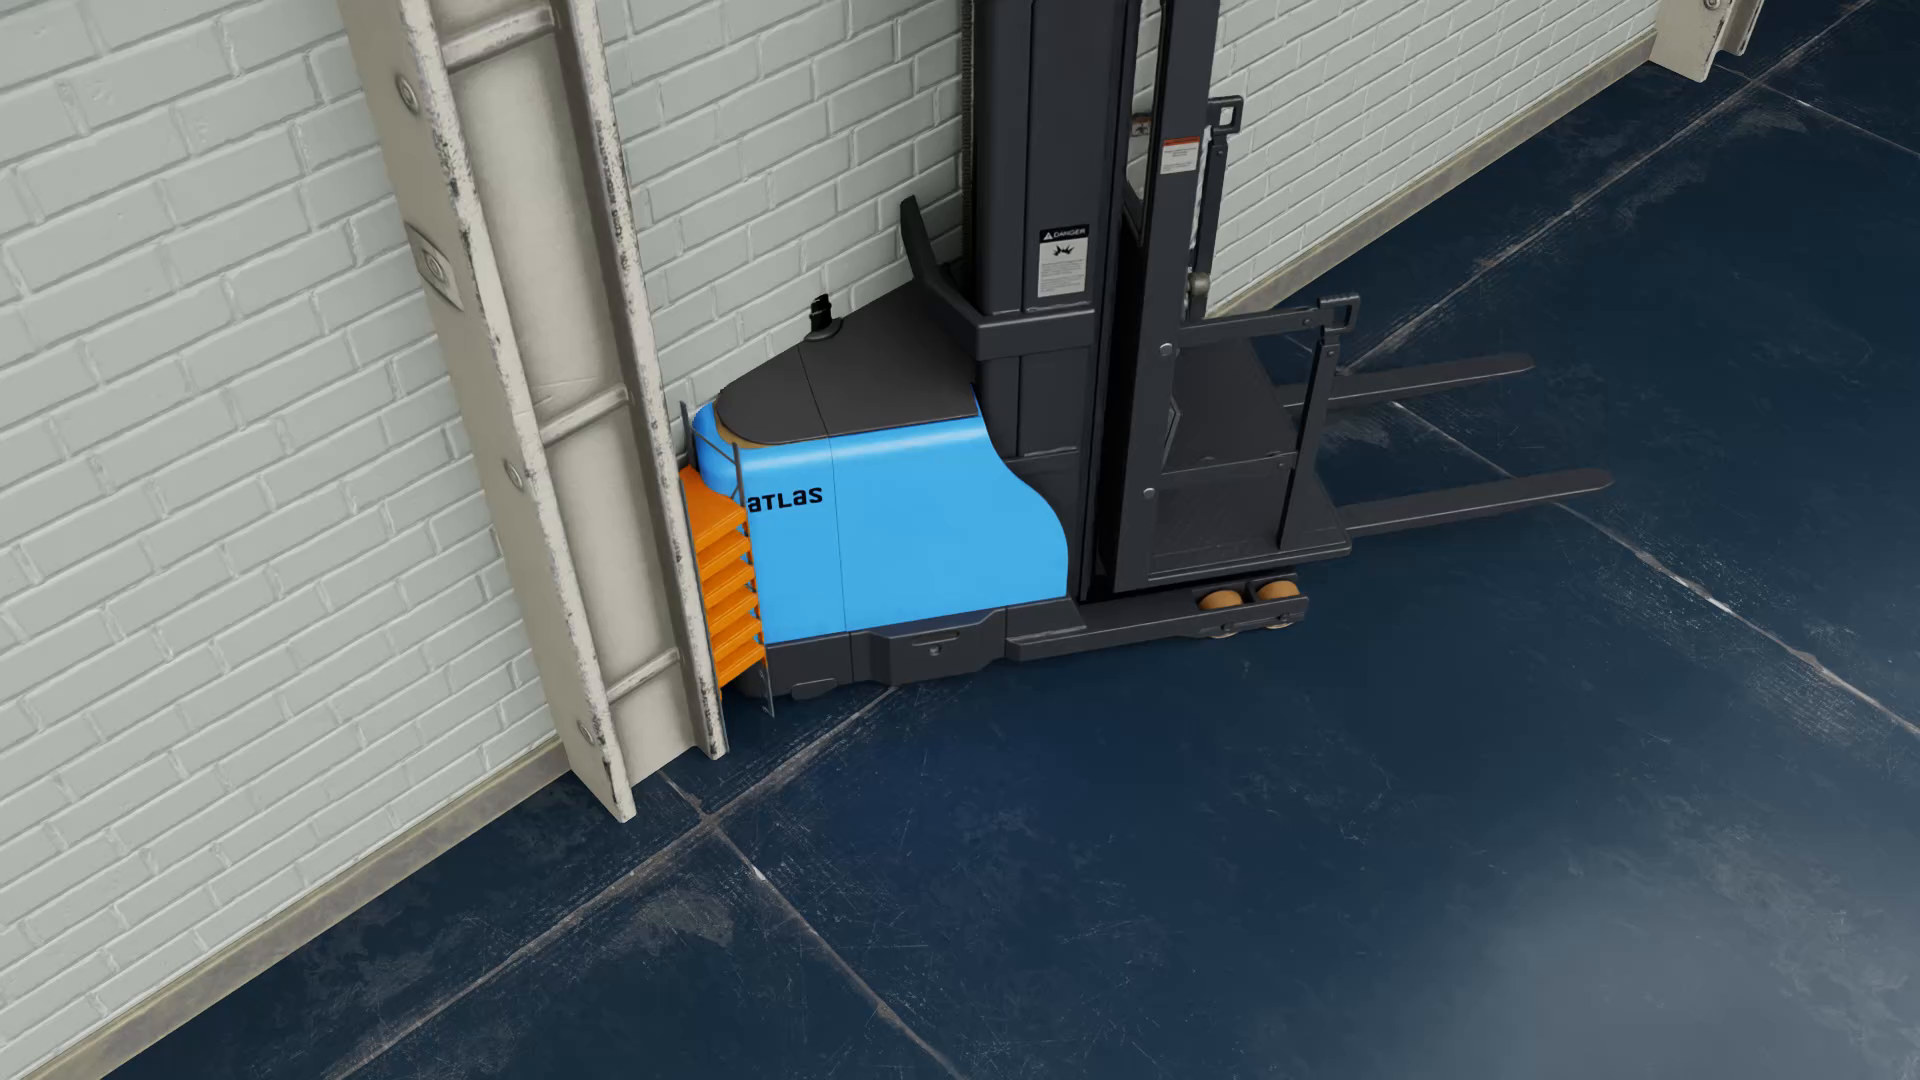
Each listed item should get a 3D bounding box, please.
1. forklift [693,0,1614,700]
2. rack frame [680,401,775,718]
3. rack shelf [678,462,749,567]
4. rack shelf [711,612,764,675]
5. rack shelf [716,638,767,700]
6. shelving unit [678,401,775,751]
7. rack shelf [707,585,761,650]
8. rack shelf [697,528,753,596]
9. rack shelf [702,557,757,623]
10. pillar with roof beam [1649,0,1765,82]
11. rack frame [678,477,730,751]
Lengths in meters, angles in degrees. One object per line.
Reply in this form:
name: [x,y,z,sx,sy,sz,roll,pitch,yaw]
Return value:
forklift: [0.666,-1.046,4.721,3.031,2.935,1.130,-9,48,-8]
rack frame: [-0.668,0.092,4.845,0.006,1.200,0.240,-36,57,-28]
rack shelf: [-0.731,-0.072,4.567,0.180,0.103,0.258,-36,57,-28]
rack shelf: [-0.733,0.250,4.923,0.180,0.103,0.258,-36,57,-28]
rack shelf: [-0.734,0.331,5.012,0.180,0.103,0.258,-36,57,-28]
shelving unit: [-0.732,0.140,4.801,0.189,1.200,0.258,-36,57,-28]
rack shelf: [-0.733,0.170,4.834,0.180,0.103,0.258,-36,57,-28]
rack shelf: [-0.732,0.009,4.656,0.180,0.103,0.258,-36,57,-28]
rack shelf: [-0.732,0.089,4.745,0.180,0.103,0.258,-36,57,-28]
pillar with roof beam: [6.368,-3.010,2.405,0.400,9.000,9.100,-34,56,-27]
rack frame: [-0.797,0.188,4.758,0.006,1.200,0.240,-36,57,-28]
